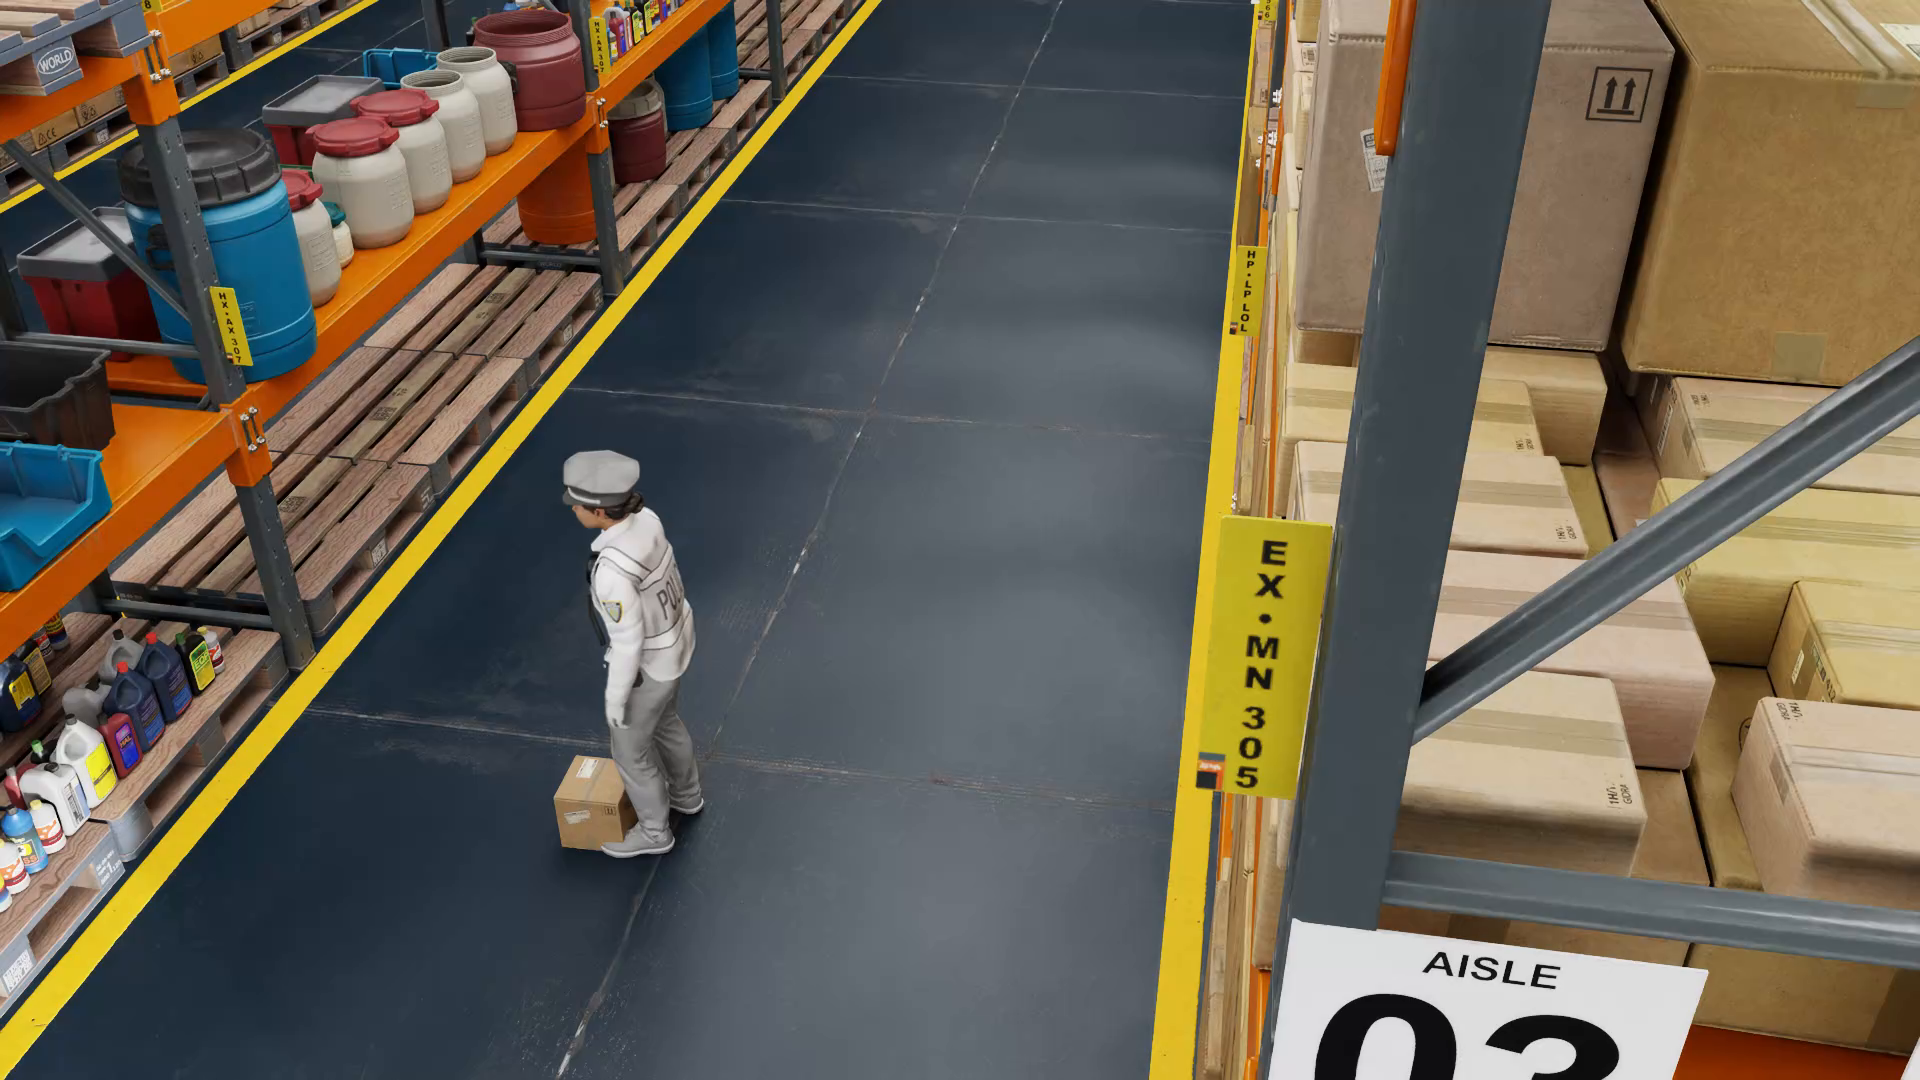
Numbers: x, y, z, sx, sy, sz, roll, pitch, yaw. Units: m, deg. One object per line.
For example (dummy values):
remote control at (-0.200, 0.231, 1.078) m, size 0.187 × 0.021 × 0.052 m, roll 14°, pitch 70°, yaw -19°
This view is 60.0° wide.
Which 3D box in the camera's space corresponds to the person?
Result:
person at (-1.161, 0.435, 5.950) m, size 0.409 × 1.666 × 0.547 m, roll 4°, pitch 33°, yaw 6°
